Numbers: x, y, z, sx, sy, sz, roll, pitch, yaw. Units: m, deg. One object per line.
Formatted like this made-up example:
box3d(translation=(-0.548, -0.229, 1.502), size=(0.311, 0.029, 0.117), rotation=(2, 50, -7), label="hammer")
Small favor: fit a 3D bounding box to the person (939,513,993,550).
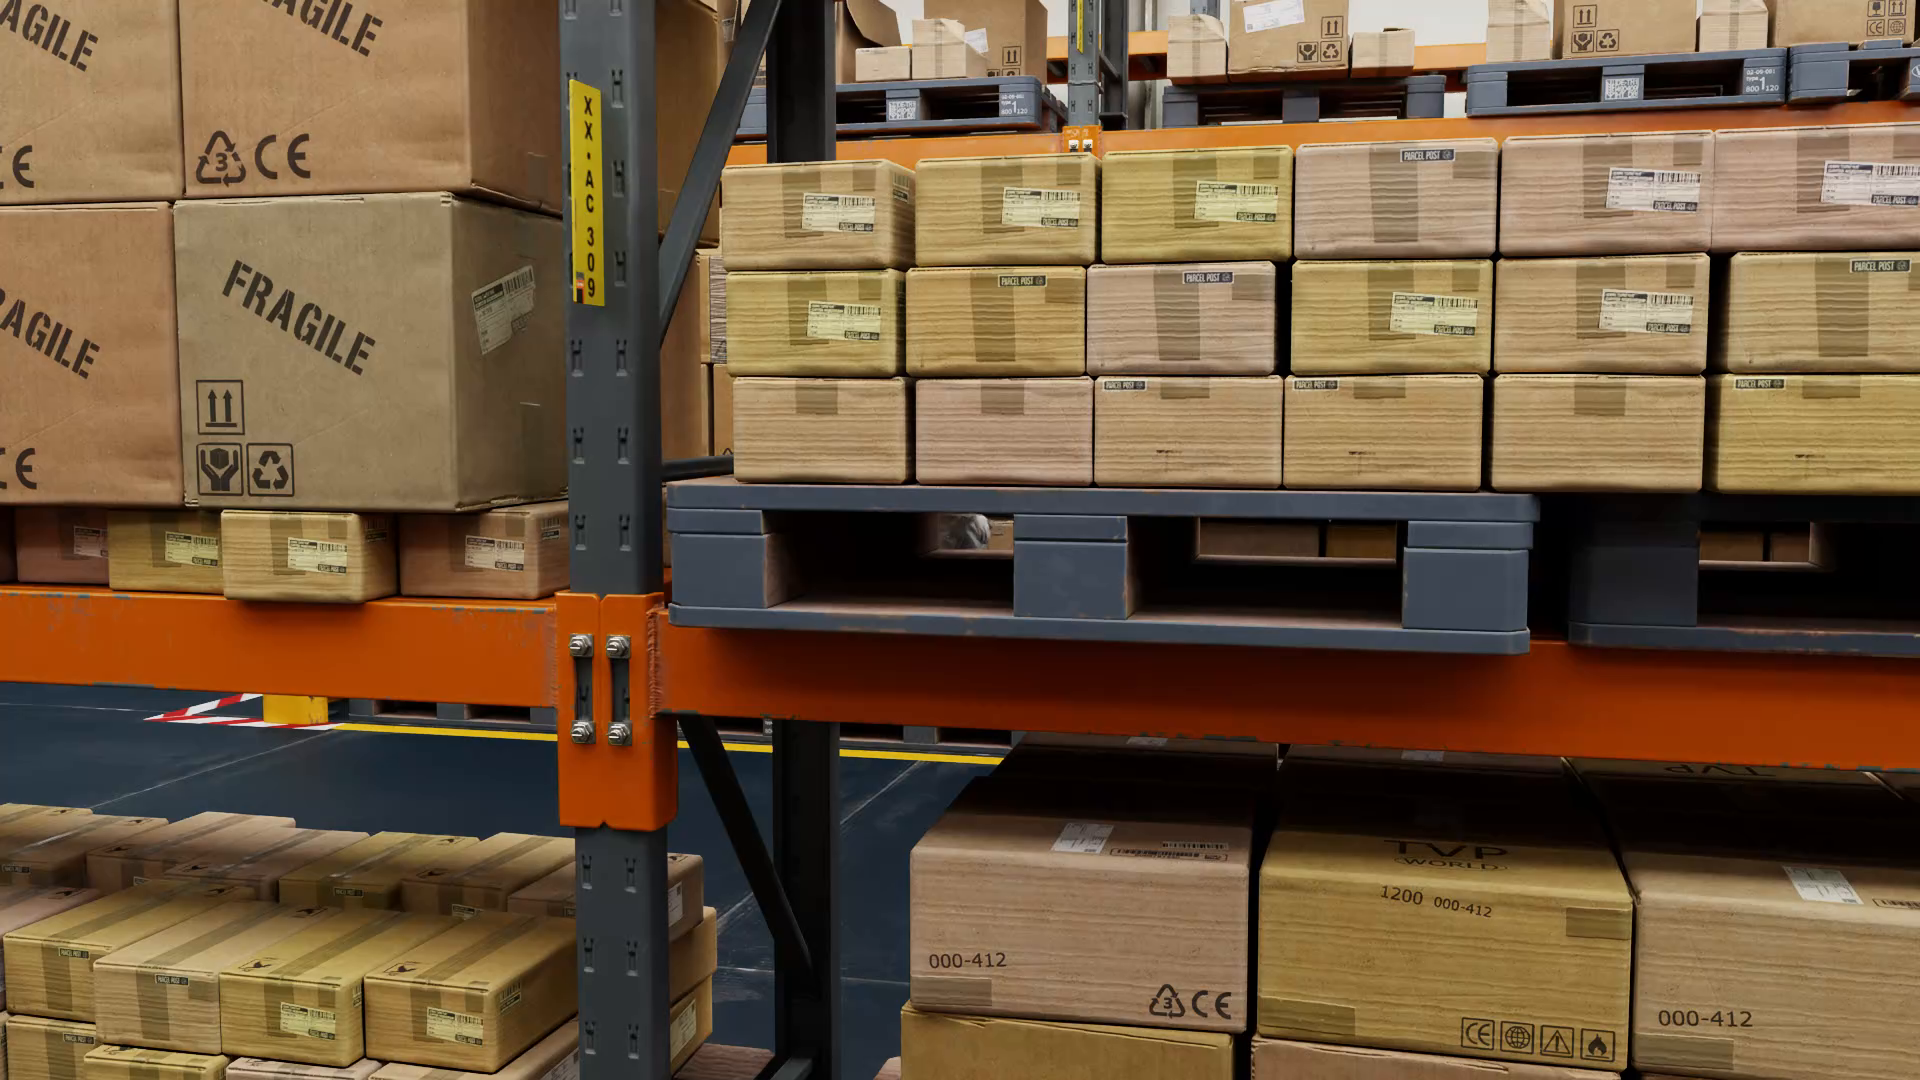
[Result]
box3d(translation=(0.035, -0.168, 10.733), size=(0.915, 1.736, 0.567), rotation=(0, 5, -3), label="person")
